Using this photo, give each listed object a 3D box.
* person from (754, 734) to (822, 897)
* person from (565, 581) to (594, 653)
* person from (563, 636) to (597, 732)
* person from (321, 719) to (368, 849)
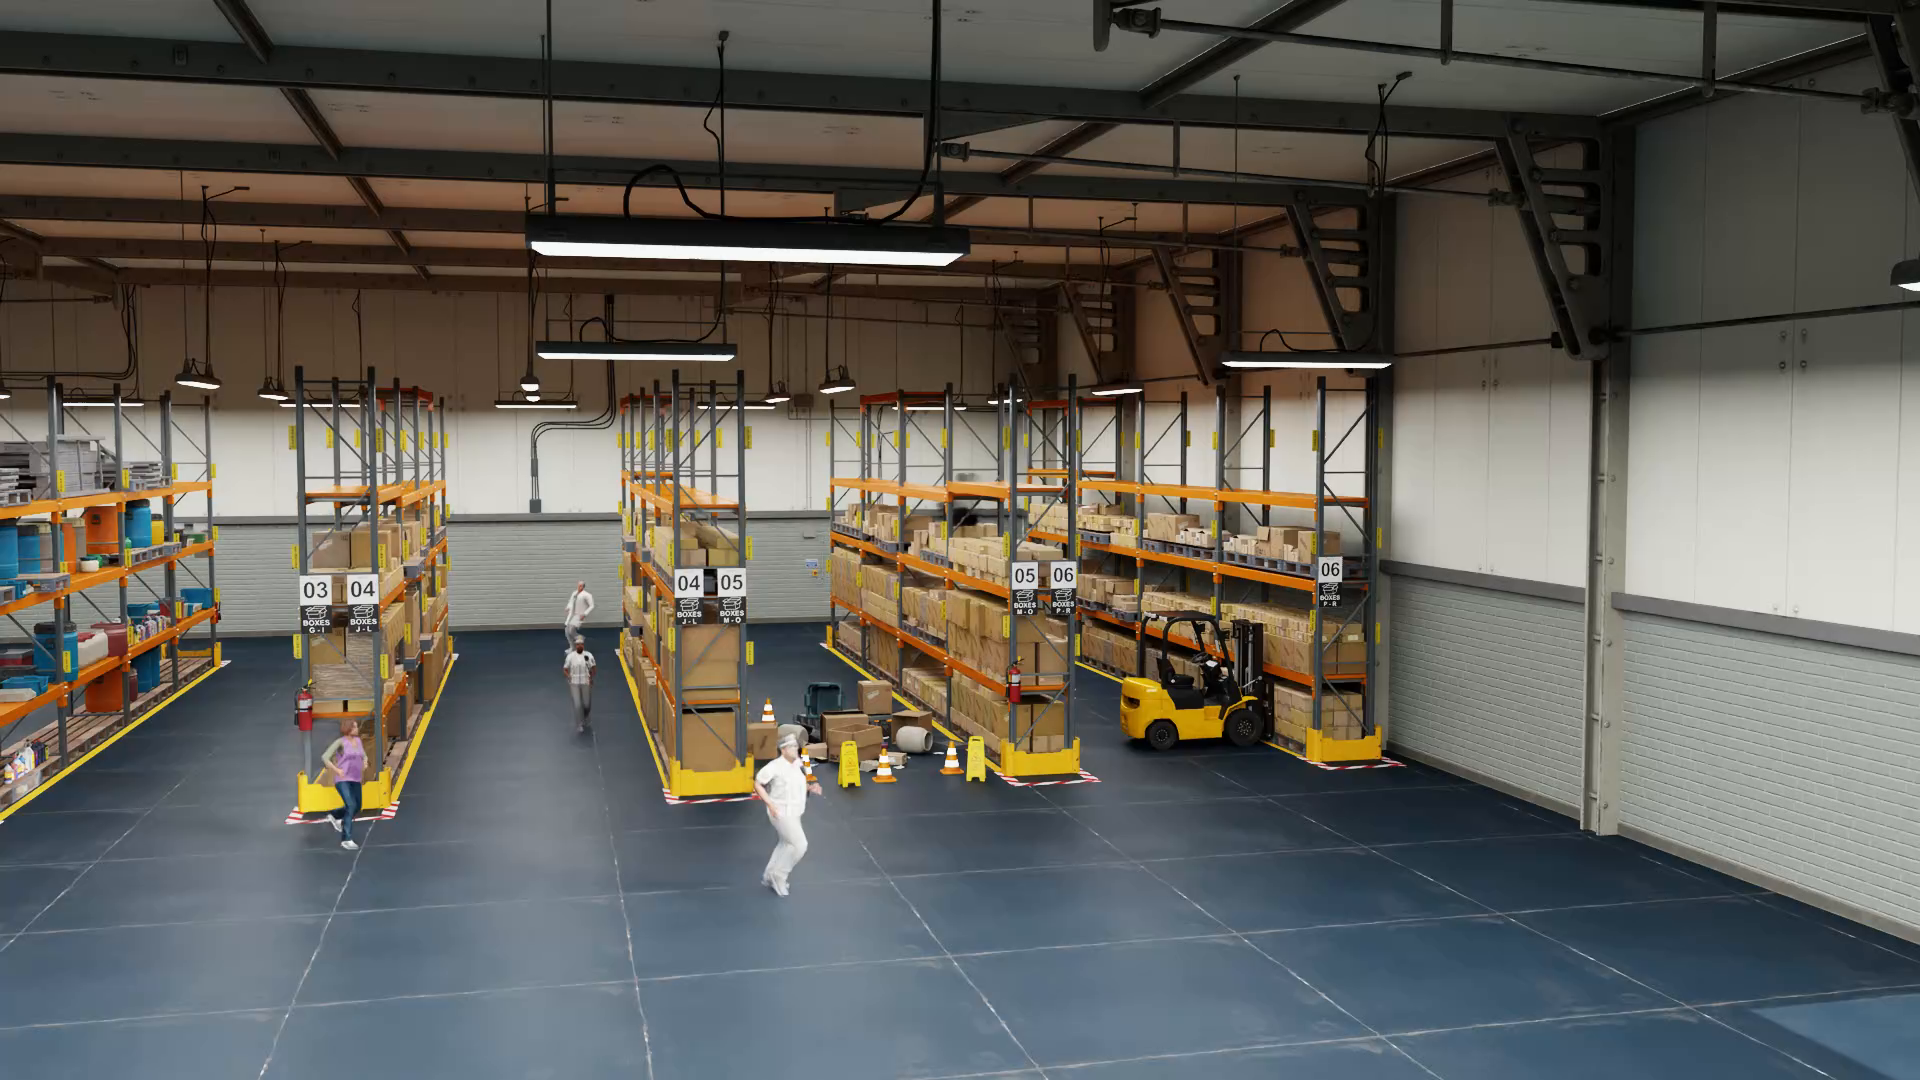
[{"bbox_3d":[-1.876,3.037,18.403,0.709,1.811,0.631,1,4,24],"label":"person"},{"bbox_3d":[-9.030,1.818,39.200,0.761,1.708,0.540,2,4,31],"label":"person"},{"bbox_3d":[-6.553,2.467,28.631,0.554,1.650,0.583,-1,4,-14],"label":"person"},{"bbox_3d":[-7.632,3.010,20.730,0.740,1.571,0.582,2,4,28],"label":"person"}]
